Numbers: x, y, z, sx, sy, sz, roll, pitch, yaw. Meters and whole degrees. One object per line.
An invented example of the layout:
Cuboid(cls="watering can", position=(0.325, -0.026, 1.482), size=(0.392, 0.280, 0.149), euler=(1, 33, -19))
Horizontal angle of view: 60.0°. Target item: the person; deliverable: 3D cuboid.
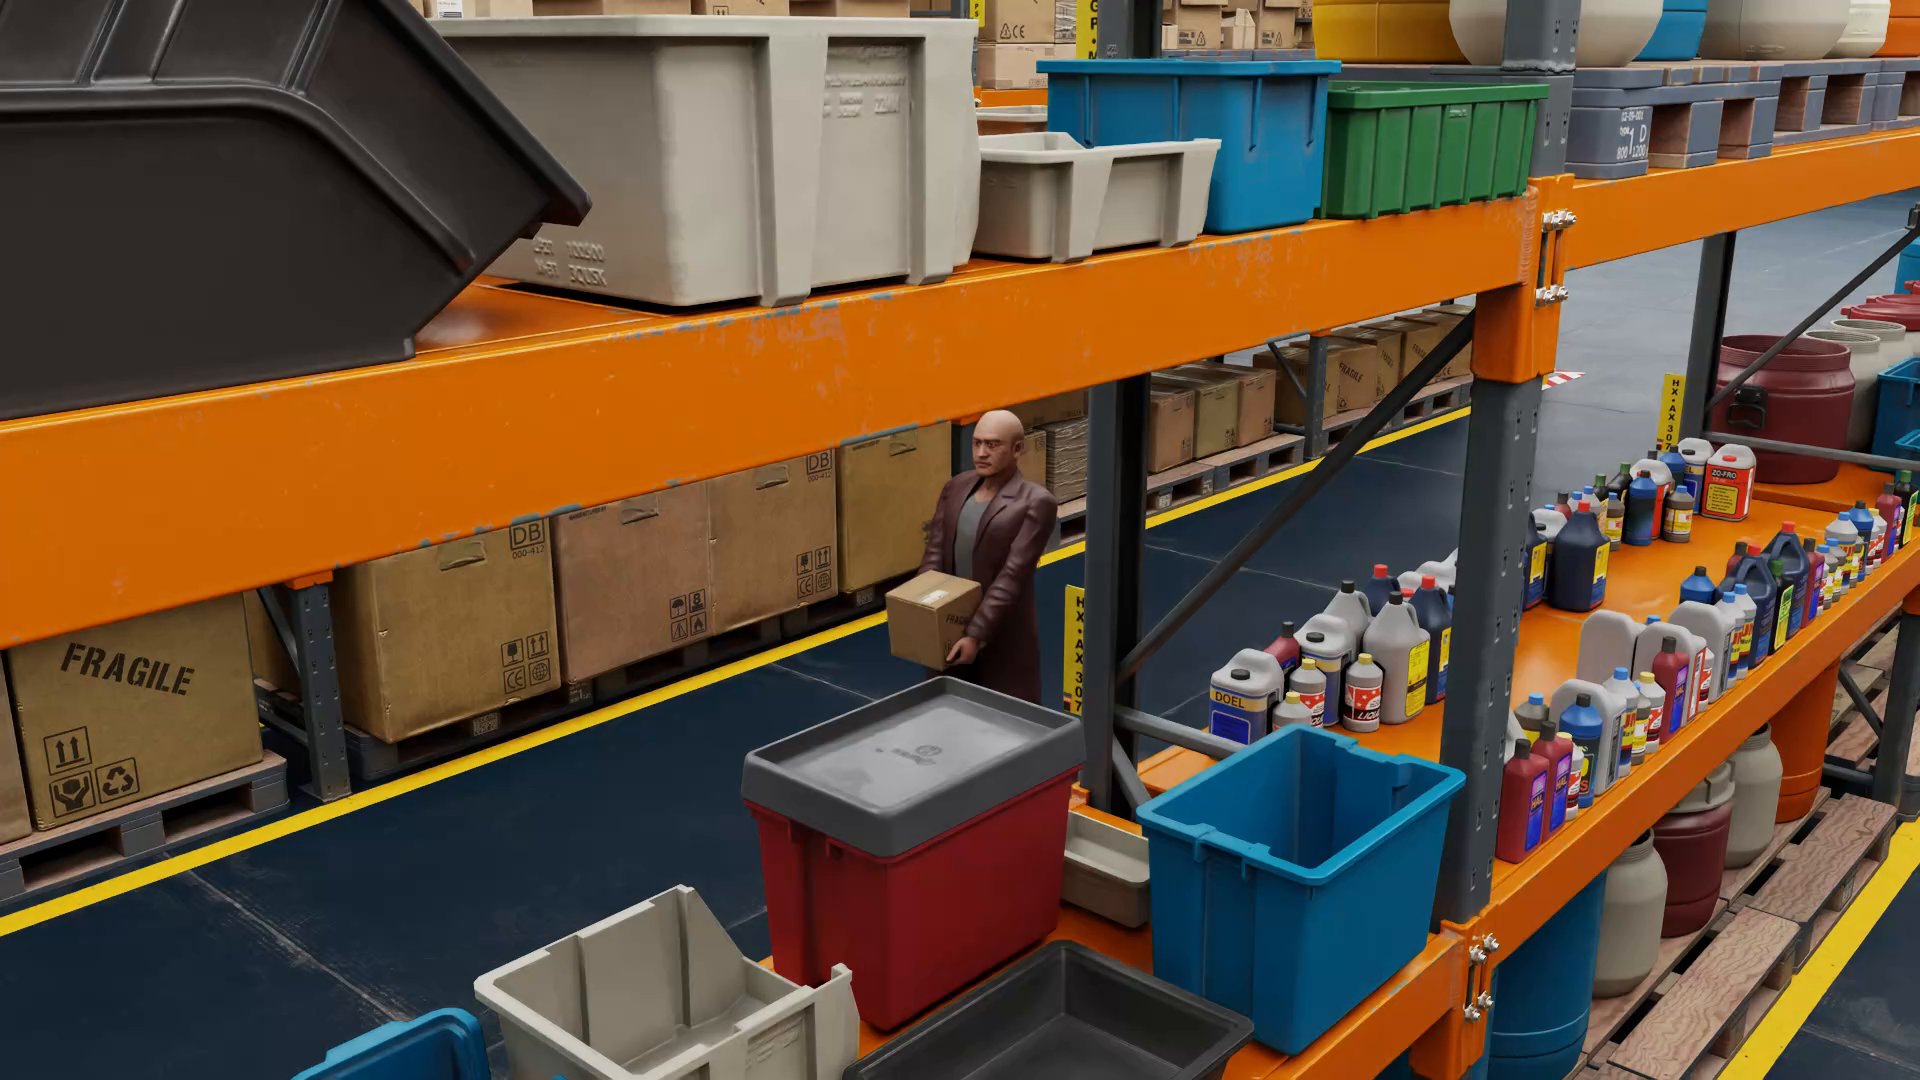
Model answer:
Cuboid(cls="person", position=(0.038, 0.408, 6.211), size=(0.524, 1.779, 0.545), euler=(14, 22, 39))
